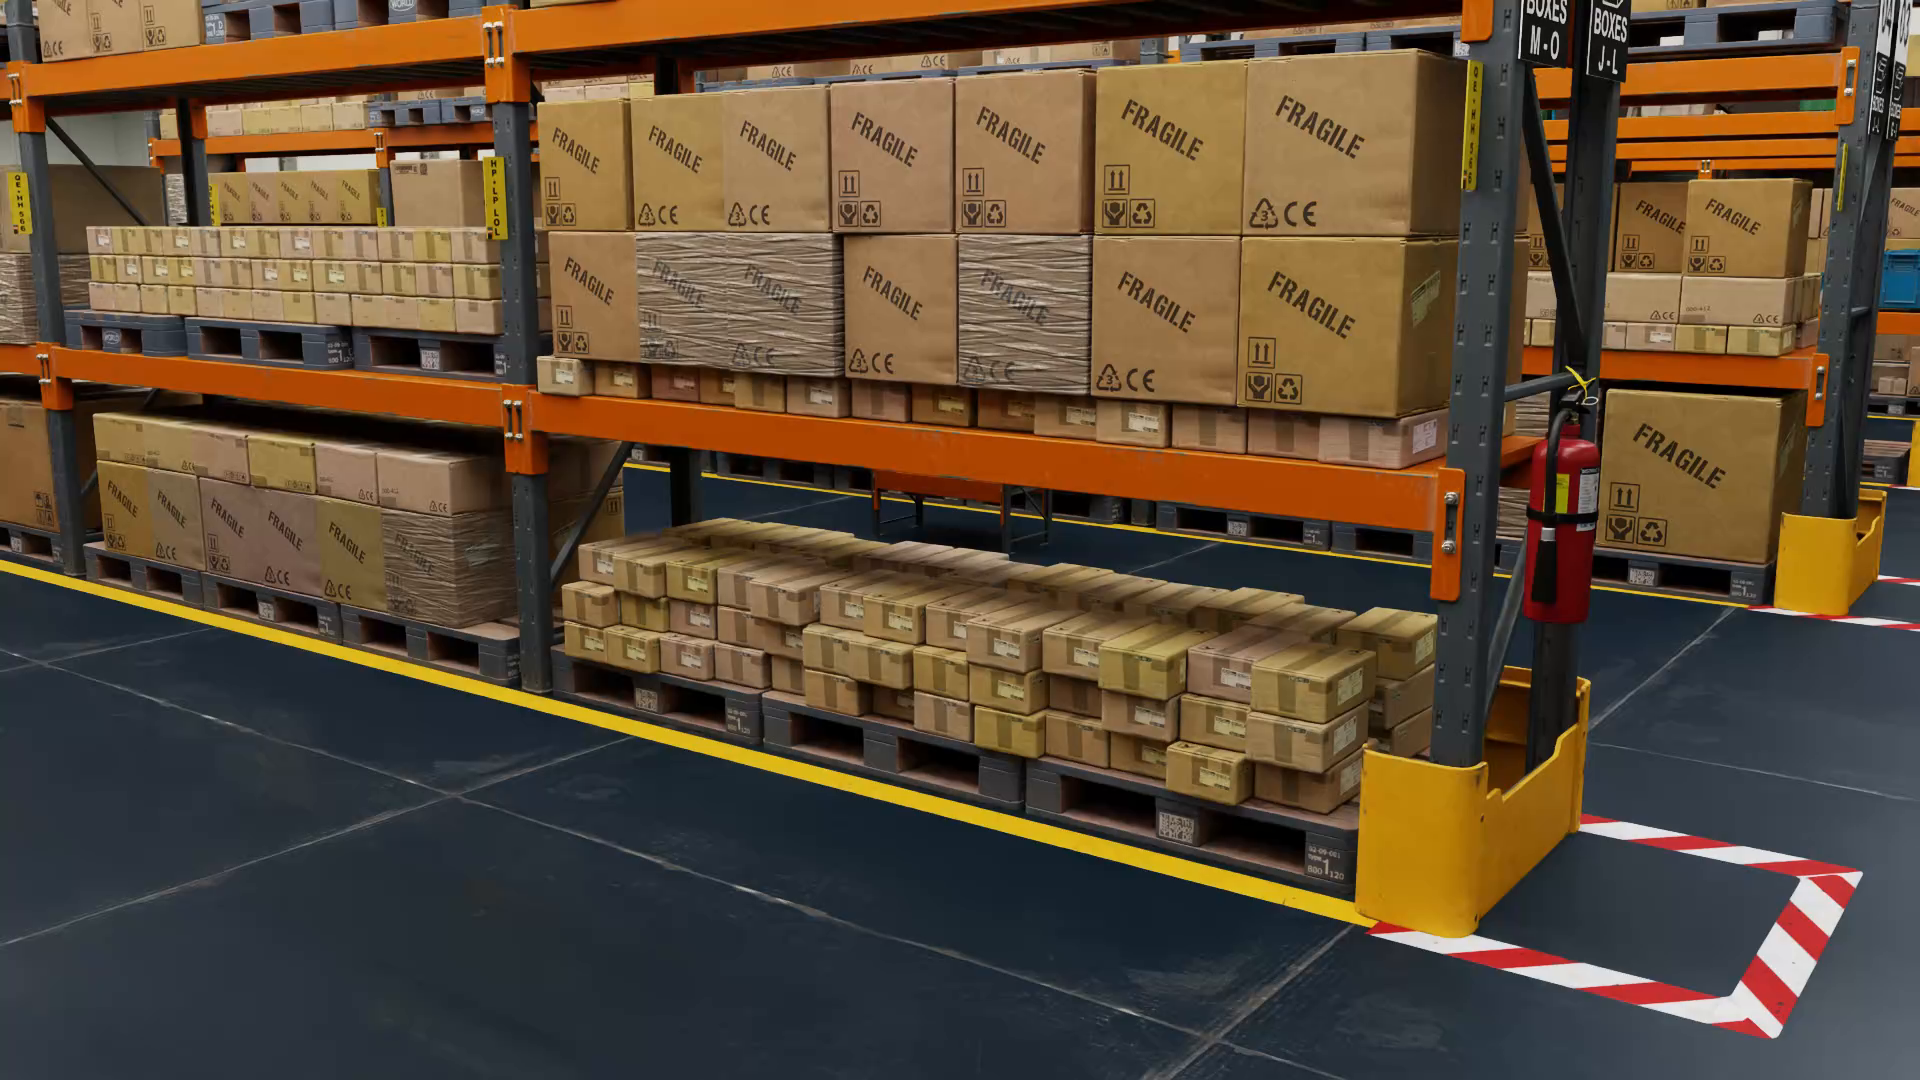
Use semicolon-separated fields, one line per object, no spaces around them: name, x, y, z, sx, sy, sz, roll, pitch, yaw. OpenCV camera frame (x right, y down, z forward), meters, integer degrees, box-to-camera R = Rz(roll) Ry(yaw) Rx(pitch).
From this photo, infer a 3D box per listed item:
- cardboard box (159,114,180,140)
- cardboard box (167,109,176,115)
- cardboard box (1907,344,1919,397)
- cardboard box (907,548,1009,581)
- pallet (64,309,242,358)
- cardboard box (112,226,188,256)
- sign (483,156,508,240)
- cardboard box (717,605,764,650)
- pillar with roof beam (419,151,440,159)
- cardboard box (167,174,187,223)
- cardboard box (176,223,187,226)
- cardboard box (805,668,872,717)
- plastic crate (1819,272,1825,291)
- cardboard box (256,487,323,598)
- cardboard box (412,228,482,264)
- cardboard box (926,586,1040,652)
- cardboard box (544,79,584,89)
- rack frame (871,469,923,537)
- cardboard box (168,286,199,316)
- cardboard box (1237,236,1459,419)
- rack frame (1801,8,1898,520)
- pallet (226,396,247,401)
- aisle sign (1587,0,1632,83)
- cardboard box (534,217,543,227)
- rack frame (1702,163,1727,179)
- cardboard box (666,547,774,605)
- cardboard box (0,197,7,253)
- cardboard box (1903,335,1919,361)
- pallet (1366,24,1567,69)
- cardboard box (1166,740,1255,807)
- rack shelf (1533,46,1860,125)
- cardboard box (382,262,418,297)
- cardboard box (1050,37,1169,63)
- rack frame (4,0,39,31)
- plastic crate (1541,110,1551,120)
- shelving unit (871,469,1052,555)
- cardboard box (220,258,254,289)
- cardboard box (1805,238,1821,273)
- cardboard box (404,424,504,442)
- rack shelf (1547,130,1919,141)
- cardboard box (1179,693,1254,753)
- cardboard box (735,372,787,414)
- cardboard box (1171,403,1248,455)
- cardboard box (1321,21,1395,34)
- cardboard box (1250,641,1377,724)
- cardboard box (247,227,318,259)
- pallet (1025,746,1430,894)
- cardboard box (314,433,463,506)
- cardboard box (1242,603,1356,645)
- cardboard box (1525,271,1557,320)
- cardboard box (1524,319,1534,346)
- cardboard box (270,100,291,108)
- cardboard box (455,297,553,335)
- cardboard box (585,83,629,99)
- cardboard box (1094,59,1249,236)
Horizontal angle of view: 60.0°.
cardboard box;-7.961;-4.293;17.320;0.500;0.250;0.500;8;14;37
cardboard box;-7.960;-4.472;17.196;0.250;0.149;0.380;8;14;37
cardboard box;9.982;-1.717;16.931;0.500;0.500;0.500;8;13;36
cardboard box;-0.006;0.146;6.709;0.250;0.149;0.380;7;13;34
pallet;-4.128;-1.182;9.248;1.003;0.211;1.213;8;13;36
cardboard box;-4.290;-1.604;8.911;0.250;0.149;0.380;8;13;34
sign;-1.867;-1.374;6.684;0.005;0.325;0.100;8;13;36
cardboard box;-0.748;0.314;6.626;0.250;0.149;0.380;7;13;33
pillar with roof beam;-15.381;-9.626;36.596;0.548;9.000;9.100;8;13;36
cardboard box;-7.915;-3.570;17.407;0.500;0.500;0.500;8;13;36
cardboard box;-7.769;-3.117;17.696;0.500;0.500;0.875;8;13;36
cardboard box;-0.369;0.533;6.278;0.250;0.149;0.380;8;13;34
plastic crate;7.097;-2.046;13.493;0.300;0.233;0.416;8;13;36
cardboard box;-3.112;-0.030;8.264;0.500;0.500;0.500;8;13;34
cardboard box;-2.198;-1.311;7.397;0.250;0.149;0.380;7;13;34
cardboard box;0.086;0.286;5.987;0.250;0.149;0.380;7;13;34
cardboard box;-3.091;-3.985;13.753;0.500;0.500;0.500;8;14;36
rack frame;-0.404;-0.609;10.714;0.032;1.125;0.500;8;13;36
cardboard box;-3.872;-1.251;8.656;0.250;0.149;0.380;9;14;38
cardboard box;1.168;-0.647;4.931;0.500;0.500;0.500;8;14;37
rack frame;4.700;-1.189;8.777;0.127;3.000;1.000;8;13;36
pallet;-7.501;-1.513;17.796;1.213;0.211;1.003;8;13;36
aisle sign;1.919;-1.755;4.859;0.004;0.787;0.394;8;13;36
cardboard box;-3.521;-2.614;14.767;0.637;0.503;0.797;10;15;41
rack frame;10.271;-3.913;22.861;0.127;3.000;1.000;8;13;36
cardboard box;-0.967;0.142;6.731;0.250;0.149;0.380;8;13;35
cardboard box;-5.530;-1.989;10.017;0.500;0.500;0.700;8;13;35
cardboard box;12.469;-2.562;21.352;0.500;0.500;0.700;8;13;35
pallet;3.108;-2.837;9.632;1.213;0.211;1.003;8;13;36
cardboard box;0.867;0.712;5.352;0.250;0.149;0.380;8;14;37
rack shelf;3.088;-2.533;9.723;4.000;0.370;1.077;8;13;36
cardboard box;-2.391;-1.192;7.565;0.250;0.149;0.380;9;14;38
cardboard box;1.002;-3.430;11.096;0.500;0.500;0.700;8;14;37
rack frame;-4.766;-4.286;8.990;0.127;3.000;1.000;8;13;36
plastic crate;4.928;-3.764;14.749;0.662;0.188;0.450;8;13;36
shelving unit;0.005;-0.552;10.419;1.048;1.125;0.538;8;13;36
cardboard box;-3.456;-1.339;8.329;0.250;0.149;0.380;8;13;35
cardboard box;8.819;-2.934;17.535;0.500;0.500;0.500;8;13;35
cardboard box;-2.412;-0.421;8.308;0.500;0.250;0.500;8;14;37
rack shelf;6.019;-3.387;13.624;3.809;0.124;0.919;8;13;36
cardboard box;0.909;0.553;5.389;0.250;0.149;0.380;8;13;34
cardboard box;-0.629;-0.576;6.270;0.250;0.149;0.380;8;14;37
cardboard box;0.863;-0.370;5.209;0.250;0.149;0.380;8;13;35
cardboard box;2.573;-3.276;10.034;0.500;0.500;0.700;9;14;38
cardboard box;1.106;0.440;5.192;0.250;0.149;0.380;8;14;36
cardboard box;-3.249;-1.457;8.155;0.250;0.149;0.380;8;13;35
pallet;0.987;0.823;5.720;1.213;0.211;1.003;8;13;36
cardboard box;-2.698;-0.342;7.904;0.500;0.250;0.500;9;14;38
cardboard box;1.168;0.337;5.724;0.250;0.149;0.380;8;14;37
cardboard box;3.333;-1.389;9.425;0.500;0.250;0.500;7;13;34
cardboard box;3.184;-1.199;9.490;0.250;0.149;0.380;8;14;36
cardboard box;-6.471;-4.272;16.164;0.250;0.149;0.380;9;14;38
cardboard box;-1.979;-0.988;7.293;0.250;0.149;0.380;8;13;34
cardboard box;-2.685;-3.557;13.515;0.500;0.250;0.500;8;13;35
cardboard box;0.758;-1.197;5.142;0.500;0.500;0.500;7;13;34
